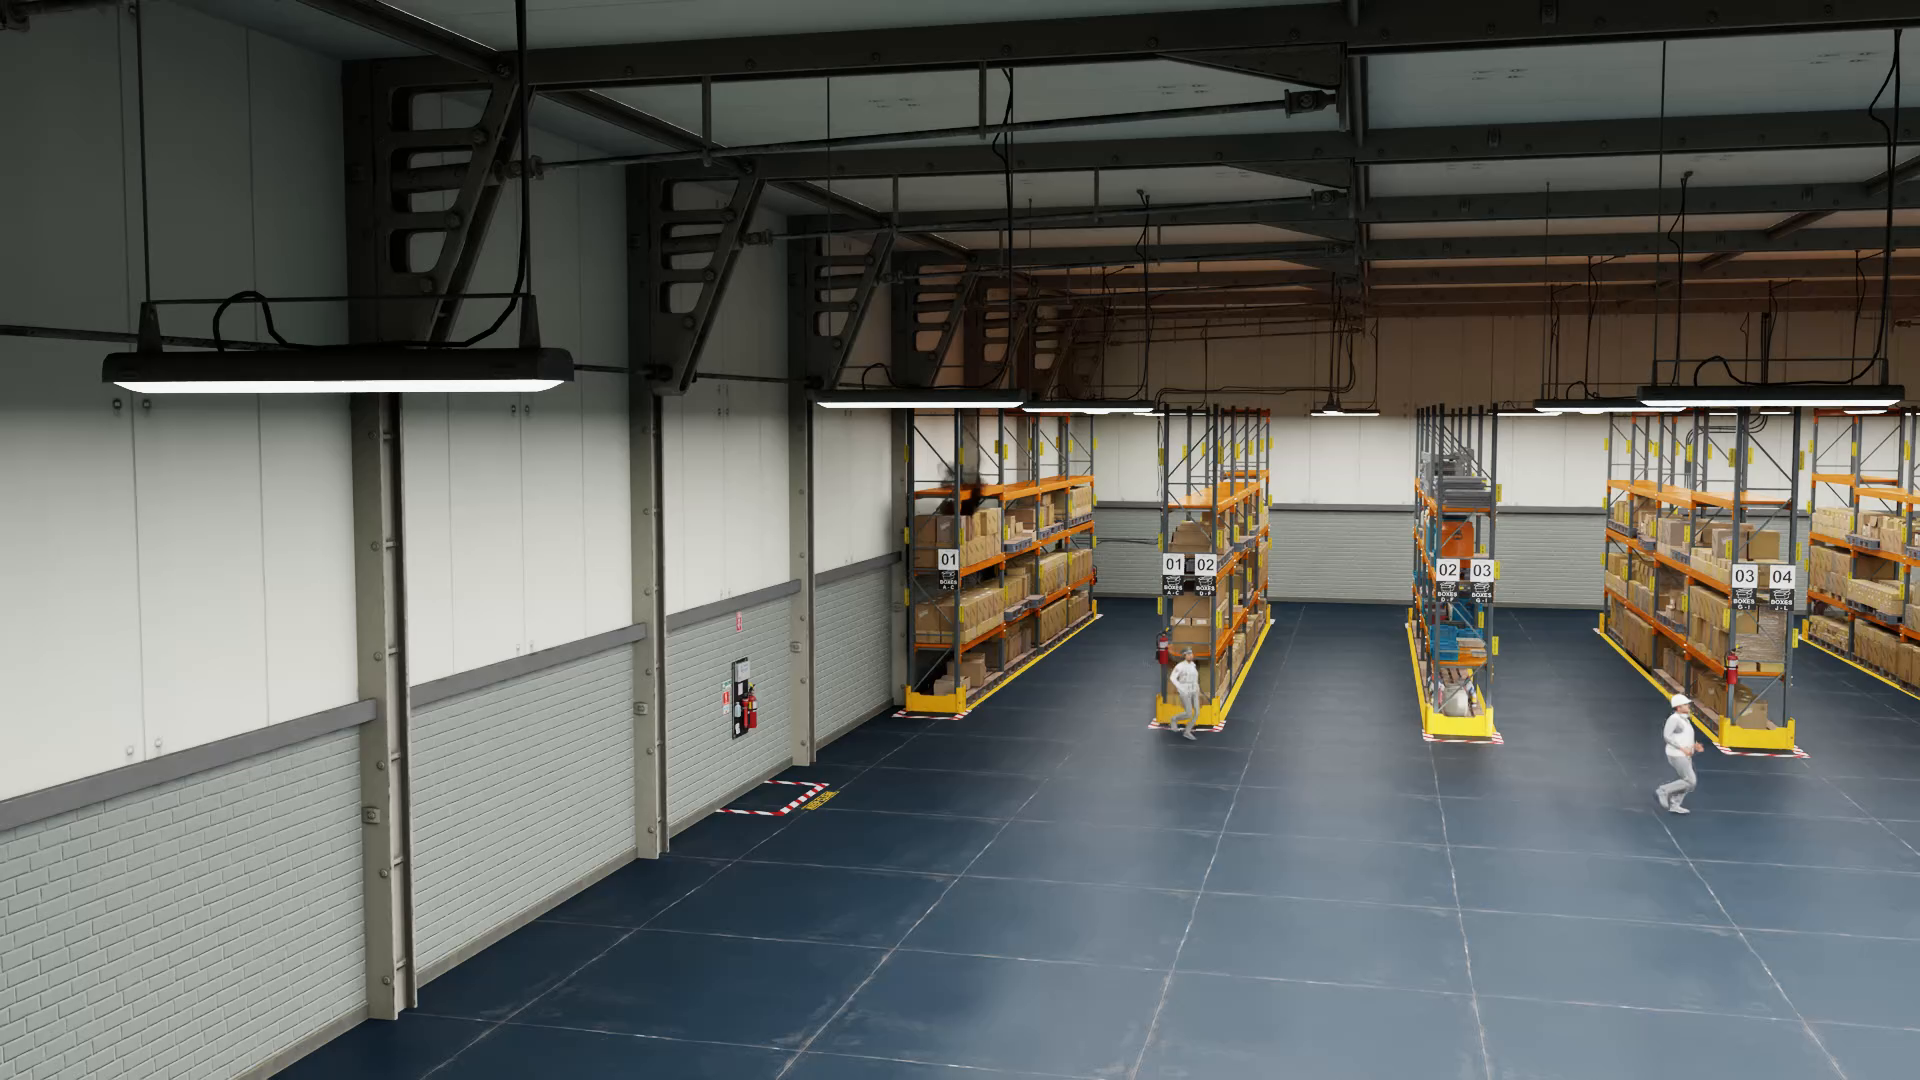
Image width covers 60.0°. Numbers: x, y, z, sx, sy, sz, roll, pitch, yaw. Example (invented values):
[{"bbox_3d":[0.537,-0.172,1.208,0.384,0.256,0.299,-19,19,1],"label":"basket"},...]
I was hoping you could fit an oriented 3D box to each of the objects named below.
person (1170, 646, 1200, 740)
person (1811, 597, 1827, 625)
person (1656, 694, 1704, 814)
[{"bbox_3d":[4.060,2.729,29.778,0.632,1.646,0.490,-4,5,-40],"label":"person"},{"bbox_3d":[22.856,1.678,44.127,0.668,1.697,0.687,0,4,1],"label":"person"},{"bbox_3d":[10.445,3.101,24.115,0.577,1.726,0.643,3,5,36],"label":"person"}]
